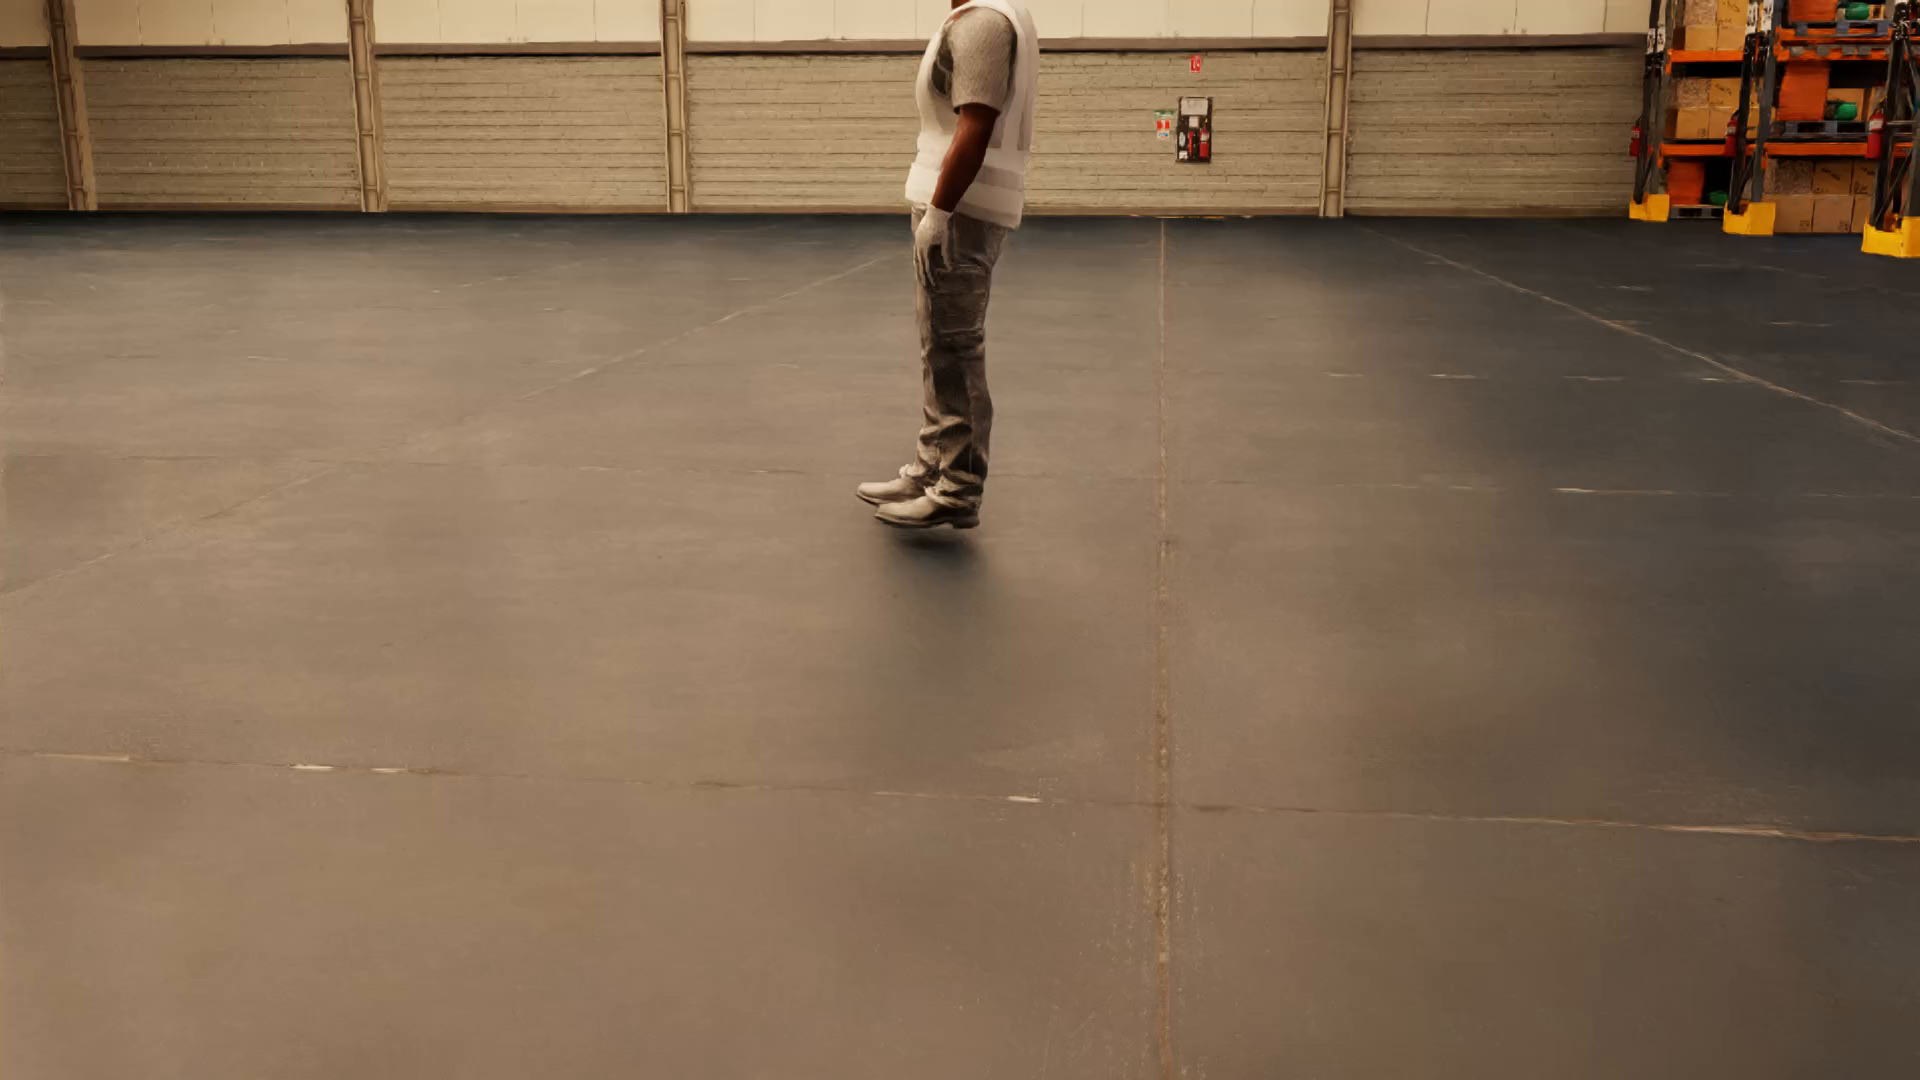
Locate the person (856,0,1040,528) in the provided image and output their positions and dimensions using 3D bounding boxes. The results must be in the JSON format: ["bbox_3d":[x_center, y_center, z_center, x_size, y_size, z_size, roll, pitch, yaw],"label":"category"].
[{"bbox_3d":[-0.071,-0.915,4.749,0.576,1.777,0.655,2,13,7],"label":"person"}]
